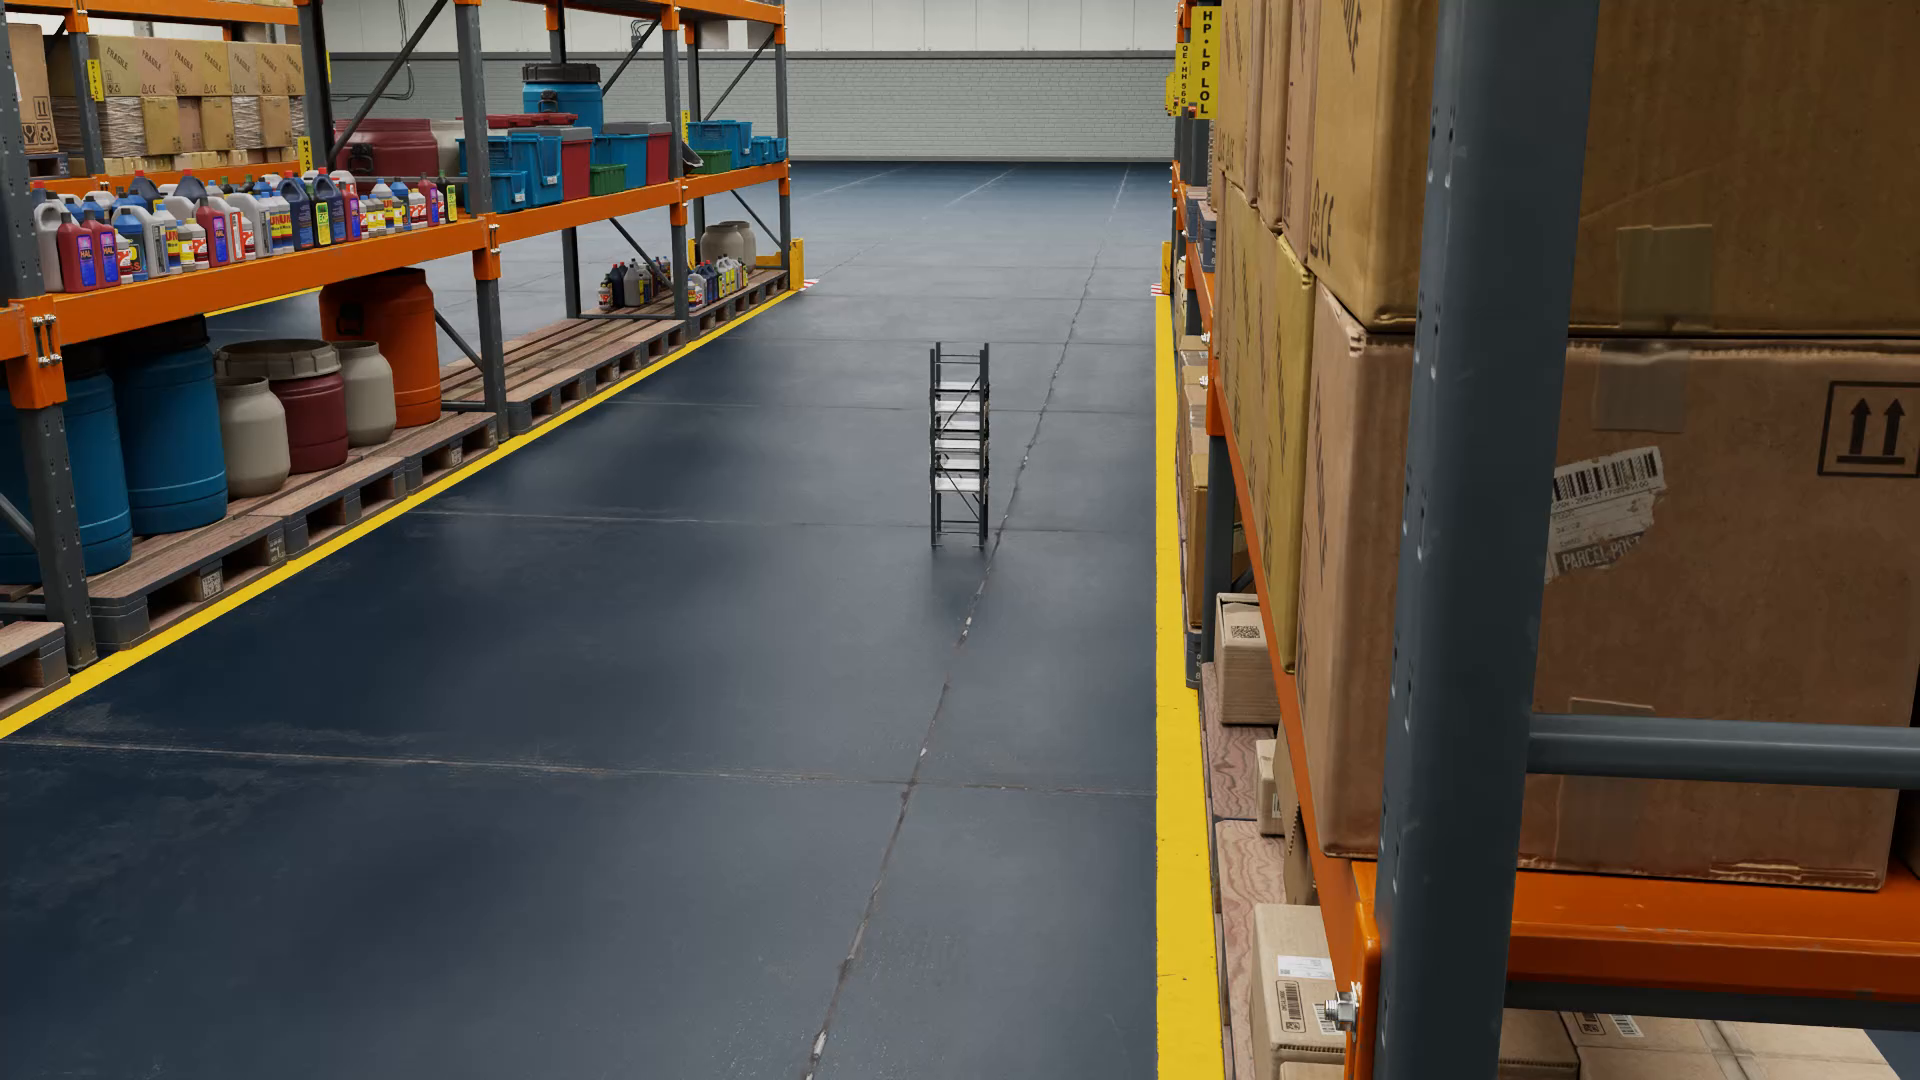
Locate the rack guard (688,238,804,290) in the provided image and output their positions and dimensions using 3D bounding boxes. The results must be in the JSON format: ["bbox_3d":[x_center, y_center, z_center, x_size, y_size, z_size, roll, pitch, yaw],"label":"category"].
[{"bbox_3d":[-2.236,-2.891,17.397,1.175,0.500,0.348,2,15,6],"label":"rack guard"}]

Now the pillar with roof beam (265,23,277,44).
[{"bbox_3d":[-15.286,-15.098,46.258,9.100,9.000,0.400,2,15,6],"label":"pillar with roof beam"}]

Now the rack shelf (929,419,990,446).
[{"bbox_3d":[-0.001,-0.487,7.522,0.258,0.077,0.200,2,15,6],"label":"rack shelf"}]

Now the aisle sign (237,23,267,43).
[{"bbox_3d":[-7.486,-5.545,17.441,0.394,0.787,0.004,2,15,6],"label":"aisle sign"}]

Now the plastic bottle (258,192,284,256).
[{"bbox_3d":[-3.026,-1.383,7.276,0.097,0.271,0.097,0,15,0],"label":"plastic bottle"}]

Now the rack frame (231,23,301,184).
[{"bbox_3d":[-7.195,-4.265,17.688,1.000,3.000,0.127,2,15,6],"label":"rack frame"}]

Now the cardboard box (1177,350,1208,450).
[{"bbox_3d":[1.356,-0.657,8.293,0.500,0.500,0.500,1,15,4],"label":"cardboard box"}]

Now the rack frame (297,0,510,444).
[{"bbox_3d":[-3.177,-2.044,9.475,1.000,3.000,0.127,2,15,6],"label":"rack frame"}]

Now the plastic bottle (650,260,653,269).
[{"bbox_3d":[-2.838,-2.438,15.317,0.097,0.271,0.097,0,15,0],"label":"plastic bottle"}]

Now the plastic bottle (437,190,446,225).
[{"bbox_3d":[-2.830,-1.801,8.958,0.097,0.201,0.097,0,15,0],"label":"plastic bottle"}]

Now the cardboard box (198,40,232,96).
[{"bbox_3d":[-7.186,-4.401,15.513,0.500,0.500,0.500,2,15,6],"label":"cardboard box"}]

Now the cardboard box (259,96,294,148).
[{"bbox_3d":[-7.222,-4.182,16.619,0.875,0.500,0.500,2,15,6],"label":"cardboard box"}]

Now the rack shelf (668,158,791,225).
[{"bbox_3d":[-2.500,-3.253,15.324,1.077,0.370,4.000,2,15,6],"label":"rack shelf"}]

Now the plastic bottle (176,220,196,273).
[{"bbox_3d":[-3.105,-1.169,6.619,0.097,0.201,0.097,0,15,0],"label":"plastic bottle"}]

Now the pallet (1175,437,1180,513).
[{"bbox_3d":[1.623,-0.359,8.584,1.003,0.211,1.213,2,15,6],"label":"pallet"}]

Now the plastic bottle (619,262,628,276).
[{"bbox_3d":[-2.917,-2.240,14.433,0.144,0.351,0.185,1,15,3],"label":"plastic bottle"}]

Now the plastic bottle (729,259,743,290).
[{"bbox_3d":[-2.101,-2.463,15.398,0.152,0.276,0.135,2,15,7],"label":"plastic bottle"}]

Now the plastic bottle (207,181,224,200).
[{"bbox_3d":[-3.680,-1.636,8.211,0.097,0.271,0.097,0,15,0],"label":"plastic bottle"}]

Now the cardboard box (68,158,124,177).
[{"bbox_3d":[-7.324,-3.153,14.057,0.380,0.149,0.250,2,15,6],"label":"cardboard box"}]

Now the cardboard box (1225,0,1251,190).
[{"bbox_3d":[0.844,-1.010,3.542,0.500,0.500,0.500,1,15,5],"label":"cardboard box"}]

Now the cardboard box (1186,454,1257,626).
[{"bbox_3d":[1.064,-0.002,5.869,0.500,0.500,0.500,2,15,6],"label":"cardboard box"}]

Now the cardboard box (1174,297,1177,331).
[{"bbox_3d":[1.904,-1.713,12.713,0.500,0.250,0.500,1,15,5],"label":"cardboard box"}]

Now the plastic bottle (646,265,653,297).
[{"bbox_3d":[-2.776,-2.295,14.765,0.061,0.283,0.133,2,15,6],"label":"plastic bottle"}]

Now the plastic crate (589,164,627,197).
[{"bbox_3d":[-2.641,-2.519,11.638,0.450,0.188,0.662,2,15,6],"label":"plastic crate"}]

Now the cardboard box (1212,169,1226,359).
[{"bbox_3d":[0.965,-0.784,4.623,0.500,0.500,0.500,2,15,8],"label":"cardboard box"}]

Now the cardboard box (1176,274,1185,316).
[{"bbox_3d":[1.783,-1.717,11.654,0.500,0.311,0.500,1,15,4],"label":"cardboard box"}]

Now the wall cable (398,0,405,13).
[{"bbox_3d":[-15.229,-16.809,48.860,3.097,2.526,0.112,2,15,6],"label":"wall cable"}]

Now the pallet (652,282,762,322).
[{"bbox_3d":[-2.473,-2.226,15.489,1.003,0.211,1.213,2,15,6],"label":"pallet"}]

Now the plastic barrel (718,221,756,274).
[{"bbox_3d":[-2.272,-2.948,16.779,0.421,0.512,0.421,0,15,0],"label":"plastic barrel"}]

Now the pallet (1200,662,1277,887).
[{"bbox_3d":[1.215,0.664,4.801,1.003,0.211,1.213,2,15,6],"label":"pallet"}]

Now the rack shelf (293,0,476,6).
[{"bbox_3d":[-3.402,-2.626,7.259,1.077,0.370,4.000,2,15,6],"label":"rack shelf"}]

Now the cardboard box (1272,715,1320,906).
[{"bbox_3d":[1.086,0.620,3.561,0.797,0.503,0.637,2,15,6],"label":"cardboard box"}]

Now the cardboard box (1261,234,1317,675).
[{"bbox_3d":[0.677,-0.129,2.203,0.500,0.500,0.500,2,15,7],"label":"cardboard box"}]

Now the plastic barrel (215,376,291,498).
[{"bbox_3d":[-3.317,-0.477,7.639,0.421,0.512,0.421,0,15,0],"label":"plastic barrel"}]

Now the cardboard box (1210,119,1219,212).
[{"bbox_3d":[1.431,-1.571,6.729,0.700,0.500,0.500,-2,15,-8],"label":"cardboard box"}]

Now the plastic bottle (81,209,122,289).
[{"bbox_3d":[-3.148,-1.067,6.087,0.061,0.283,0.133,2,15,6],"label":"plastic bottle"}]

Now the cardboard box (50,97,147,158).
[{"bbox_3d":[-7.534,-3.534,14.224,0.875,0.500,0.500,2,15,6],"label":"cardboard box"}]

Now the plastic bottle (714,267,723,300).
[{"bbox_3d":[-2.141,-2.270,14.673,0.061,0.283,0.133,2,15,9],"label":"plastic bottle"}]

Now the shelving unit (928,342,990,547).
[{"bbox_3d":[-0.001,-0.432,7.537,0.258,0.900,0.210,2,15,6],"label":"shelving unit"}]

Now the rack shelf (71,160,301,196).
[{"bbox_3d":[-7.421,-3.399,15.863,1.077,0.370,4.000,2,15,6],"label":"rack shelf"}]

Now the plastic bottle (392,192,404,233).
[{"bbox_3d":[-2.889,-1.666,8.456,0.097,0.201,0.097,0,15,0],"label":"plastic bottle"}]

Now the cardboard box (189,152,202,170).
[{"bbox_3d":[-7.207,-3.478,15.259,0.380,0.149,0.250,2,15,6],"label":"cardboard box"}]

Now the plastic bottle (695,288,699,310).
[{"bbox_3d":[-2.242,-2.039,13.975,0.097,0.201,0.097,0,15,0],"label":"plastic bottle"}]

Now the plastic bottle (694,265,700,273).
[{"bbox_3d":[-2.303,-2.333,14.920,0.152,0.276,0.135,2,15,6],"label":"plastic bottle"}]

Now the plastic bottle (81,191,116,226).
[{"bbox_3d":[-3.765,-1.379,7.253,0.152,0.276,0.135,2,15,6],"label":"plastic bottle"}]

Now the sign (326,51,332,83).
[{"bbox_3d":[-6.646,-4.955,17.416,0.100,0.325,0.005,2,15,6],"label":"sign"}]

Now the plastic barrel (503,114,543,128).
[{"bbox_3d":[-3.134,-2.715,11.697,0.433,0.535,0.433,0,15,0],"label":"plastic barrel"}]

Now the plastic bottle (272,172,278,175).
[{"bbox_3d":[-3.629,-1.801,8.800,0.061,0.283,0.133,2,15,6],"label":"plastic bottle"}]

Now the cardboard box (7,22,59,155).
[{"bbox_3d":[-7.875,-3.518,12.971,1.000,1.000,1.000,2,15,7],"label":"cardboard box"}]

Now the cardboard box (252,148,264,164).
[{"bbox_3d":[-7.141,-3.804,16.466,0.380,0.149,0.250,2,15,6],"label":"cardboard box"}]

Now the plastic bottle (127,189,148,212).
[{"bbox_3d":[-3.704,-1.441,7.490,0.097,0.271,0.097,0,15,0],"label":"plastic bottle"}]

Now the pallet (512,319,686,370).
[{"bbox_3d":[-2.775,-1.531,12.918,1.003,0.211,1.213,2,15,6],"label":"pallet"}]

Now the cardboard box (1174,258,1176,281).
[{"bbox_3d":[2.313,-2.585,15.939,0.500,0.250,0.500,2,15,6],"label":"cardboard box"}]

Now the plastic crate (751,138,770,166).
[{"bbox_3d":[-2.112,-3.740,16.033,0.499,0.251,0.408,2,15,6],"label":"plastic crate"}]

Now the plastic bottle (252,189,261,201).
[{"bbox_3d":[-3.148,-1.438,7.479,0.097,0.271,0.097,0,15,0],"label":"plastic bottle"}]
